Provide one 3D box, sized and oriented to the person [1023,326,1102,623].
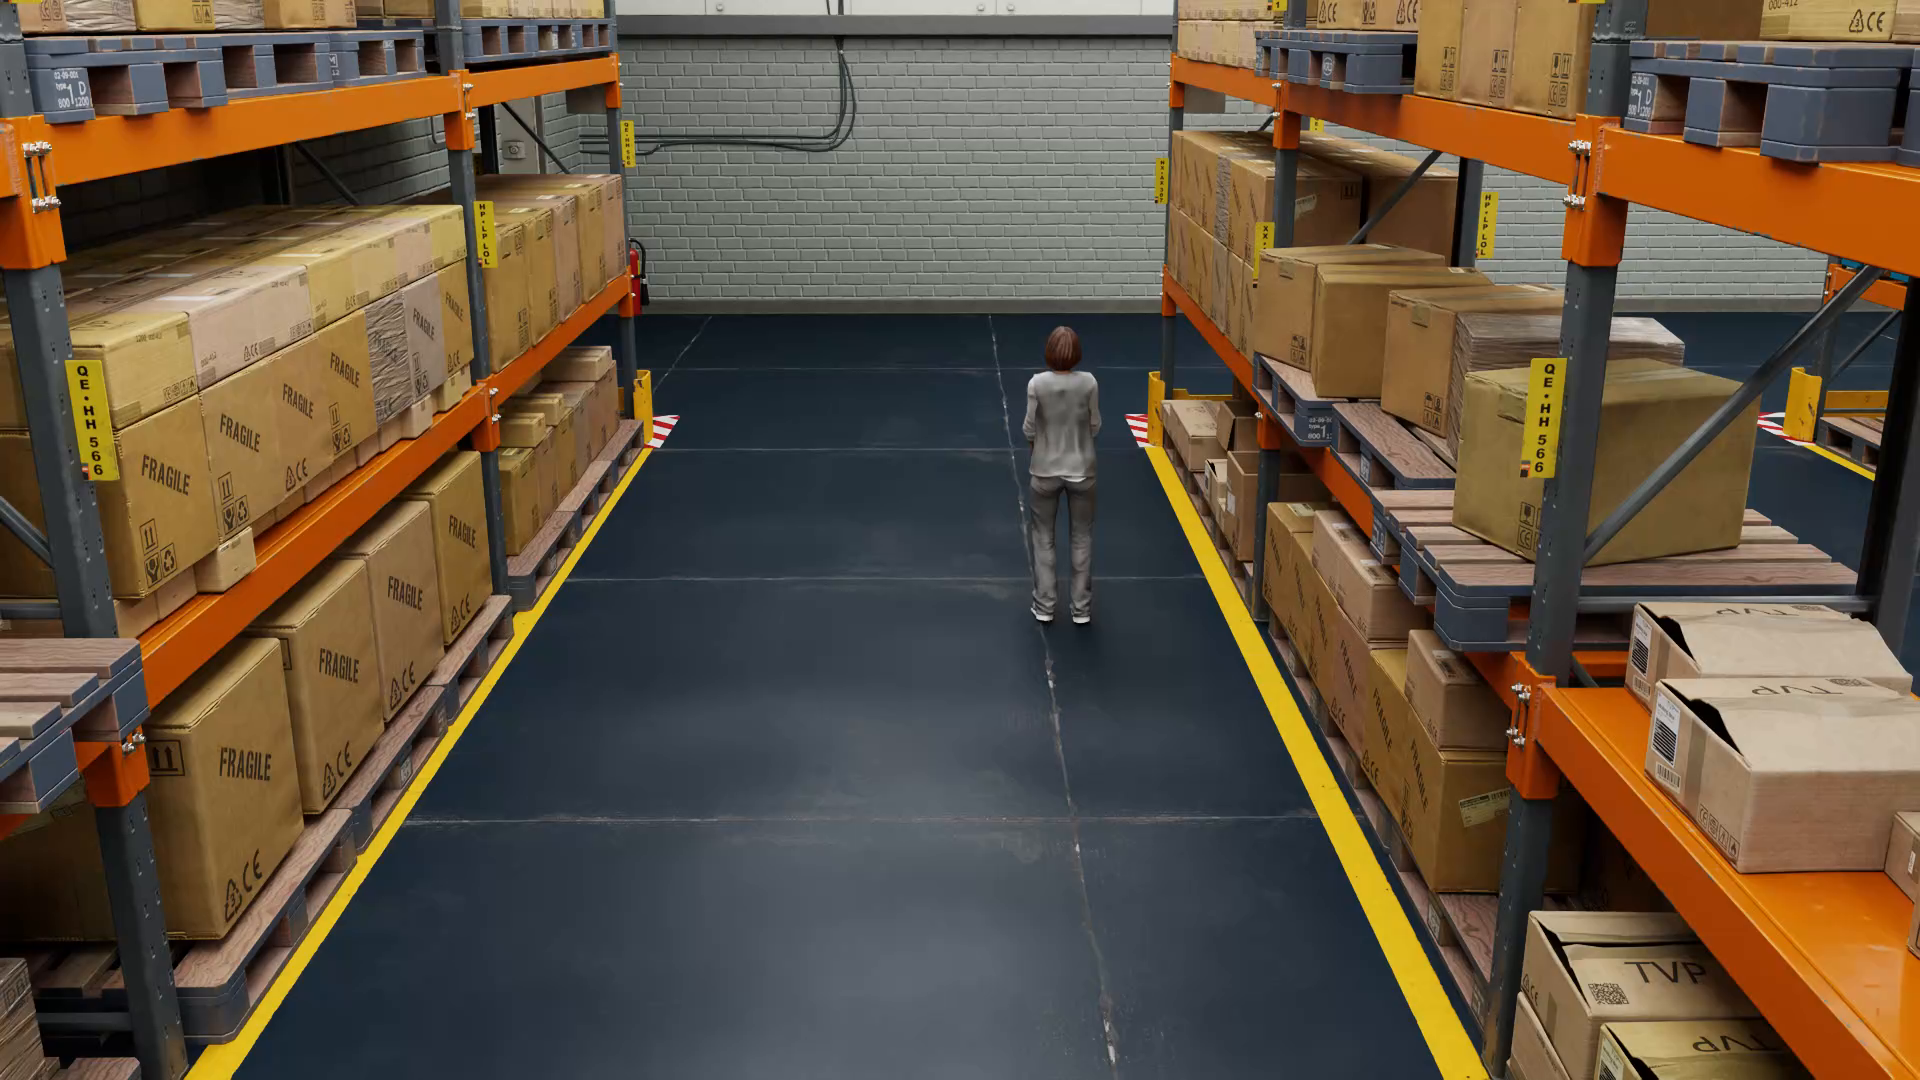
[{"bbox_3d":[0.529,-0.357,8.709,0.408,1.589,0.493,0,17,-1],"label":"person"}]
